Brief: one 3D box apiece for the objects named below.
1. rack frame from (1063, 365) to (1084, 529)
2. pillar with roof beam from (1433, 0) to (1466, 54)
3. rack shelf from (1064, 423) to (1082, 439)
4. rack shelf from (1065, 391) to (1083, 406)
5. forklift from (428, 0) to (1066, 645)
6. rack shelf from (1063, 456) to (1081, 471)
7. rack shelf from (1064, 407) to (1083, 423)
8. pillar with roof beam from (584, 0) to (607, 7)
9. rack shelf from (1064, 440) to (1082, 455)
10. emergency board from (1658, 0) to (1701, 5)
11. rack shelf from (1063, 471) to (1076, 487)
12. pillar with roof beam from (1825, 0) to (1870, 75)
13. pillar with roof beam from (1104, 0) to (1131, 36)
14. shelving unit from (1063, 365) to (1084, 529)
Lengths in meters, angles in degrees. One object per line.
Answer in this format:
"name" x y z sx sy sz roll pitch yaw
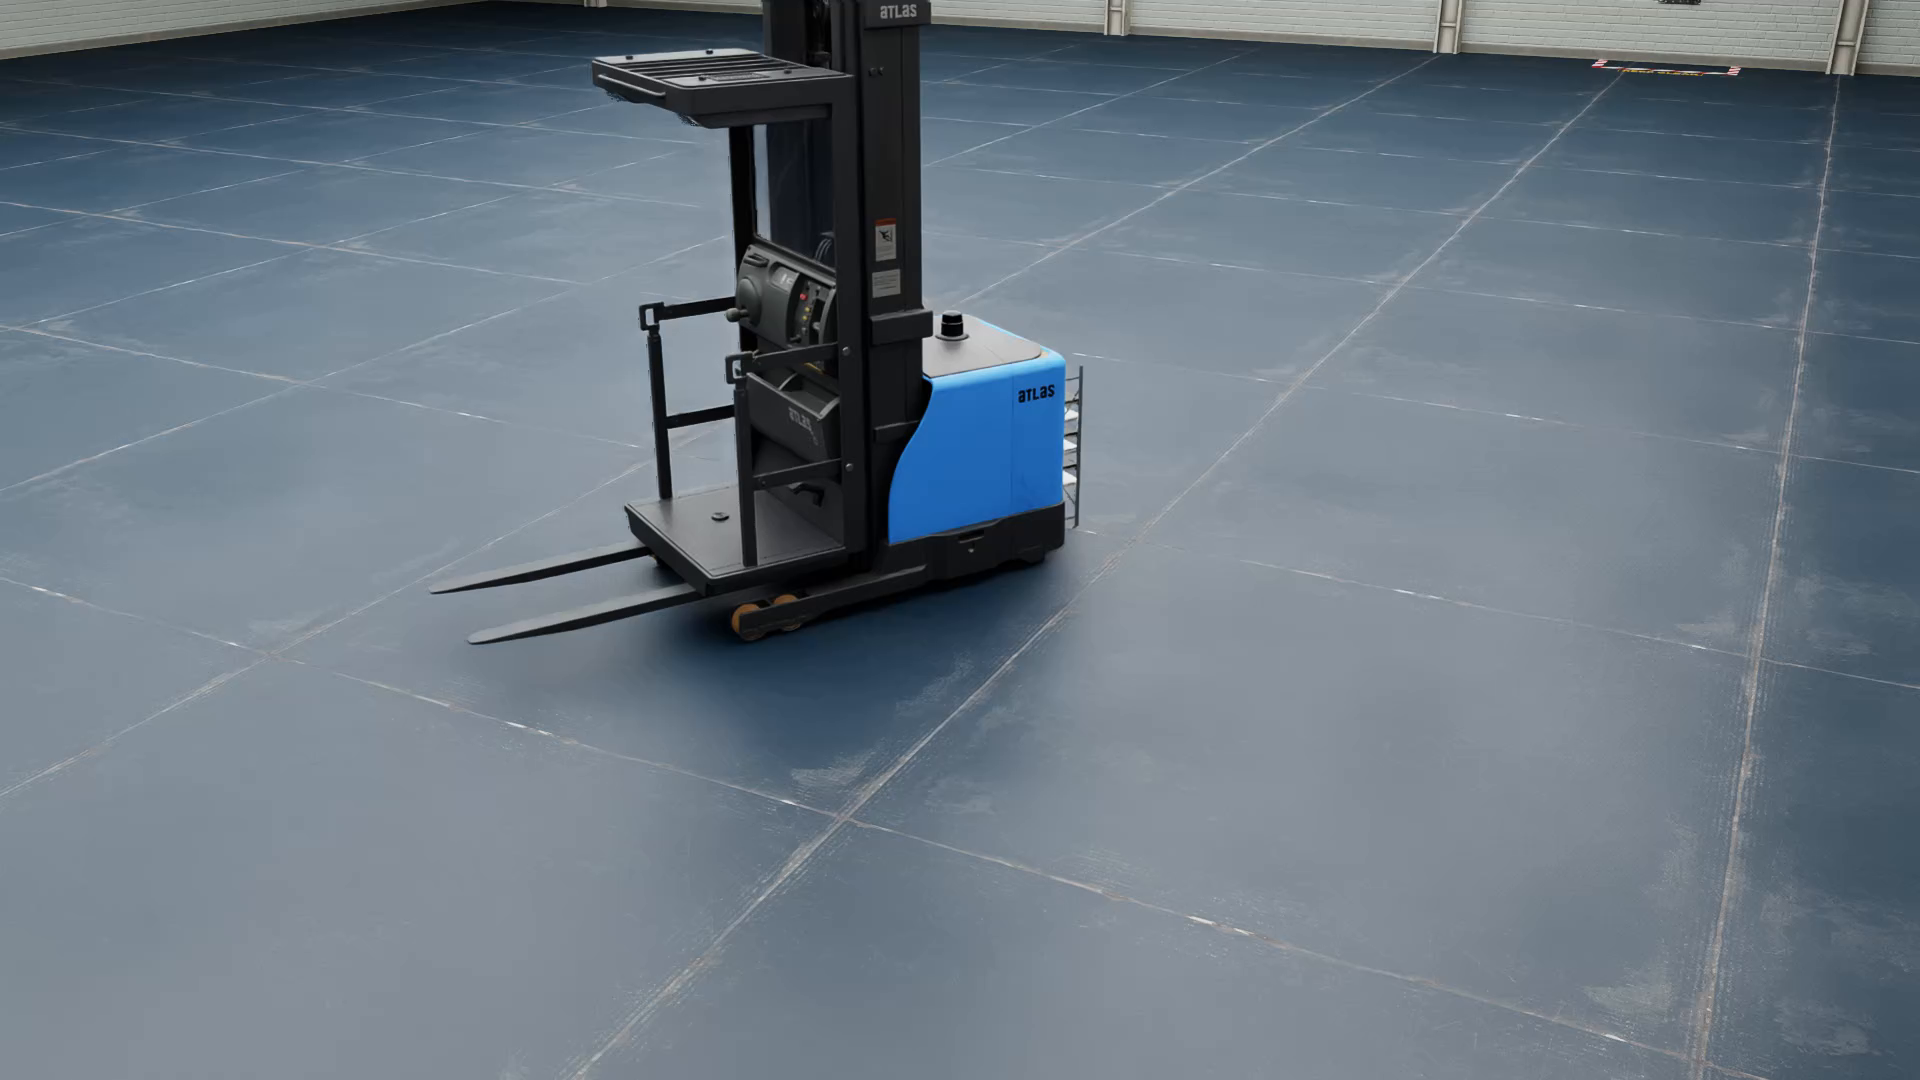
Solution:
"rack frame" 0.533 -0.461 8.684 0.240 0.900 0.006 -14 27 -29
"pillar with roof beam" 6.312 -10.912 22.910 0.400 9.000 9.100 11 25 25
"rack shelf" 0.479 -0.547 8.741 0.258 0.077 0.200 -14 27 -29
"rack shelf" 0.479 -0.713 8.671 0.258 0.077 0.200 -14 27 -29
"forklift" -0.989 -1.121 7.641 3.031 2.935 1.130 -14 27 -29
"rack shelf" 0.479 -0.381 8.812 0.258 0.077 0.200 -14 27 -29
"rack shelf" 0.479 -0.630 8.706 0.258 0.077 0.200 -14 27 -29
"pillar with roof beam" -9.752 -14.090 30.384 0.400 9.000 9.100 11 25 25
"rack shelf" 0.479 -0.464 8.777 0.258 0.077 0.200 -14 27 -29
"emergency board" 11.421 -9.053 26.205 0.626 1.169 0.157 11 25 25
"rack shelf" 0.479 -0.299 8.847 0.258 0.077 0.200 -14 27 -29
"pillar with roof beam" 11.666 -9.853 20.419 0.400 9.000 9.100 11 25 25
"pillar with roof beam" 0.957 -11.972 25.402 0.400 9.000 9.100 11 25 25
"shelving unit" 0.479 -0.495 8.764 0.258 0.900 0.210 -14 27 -29
